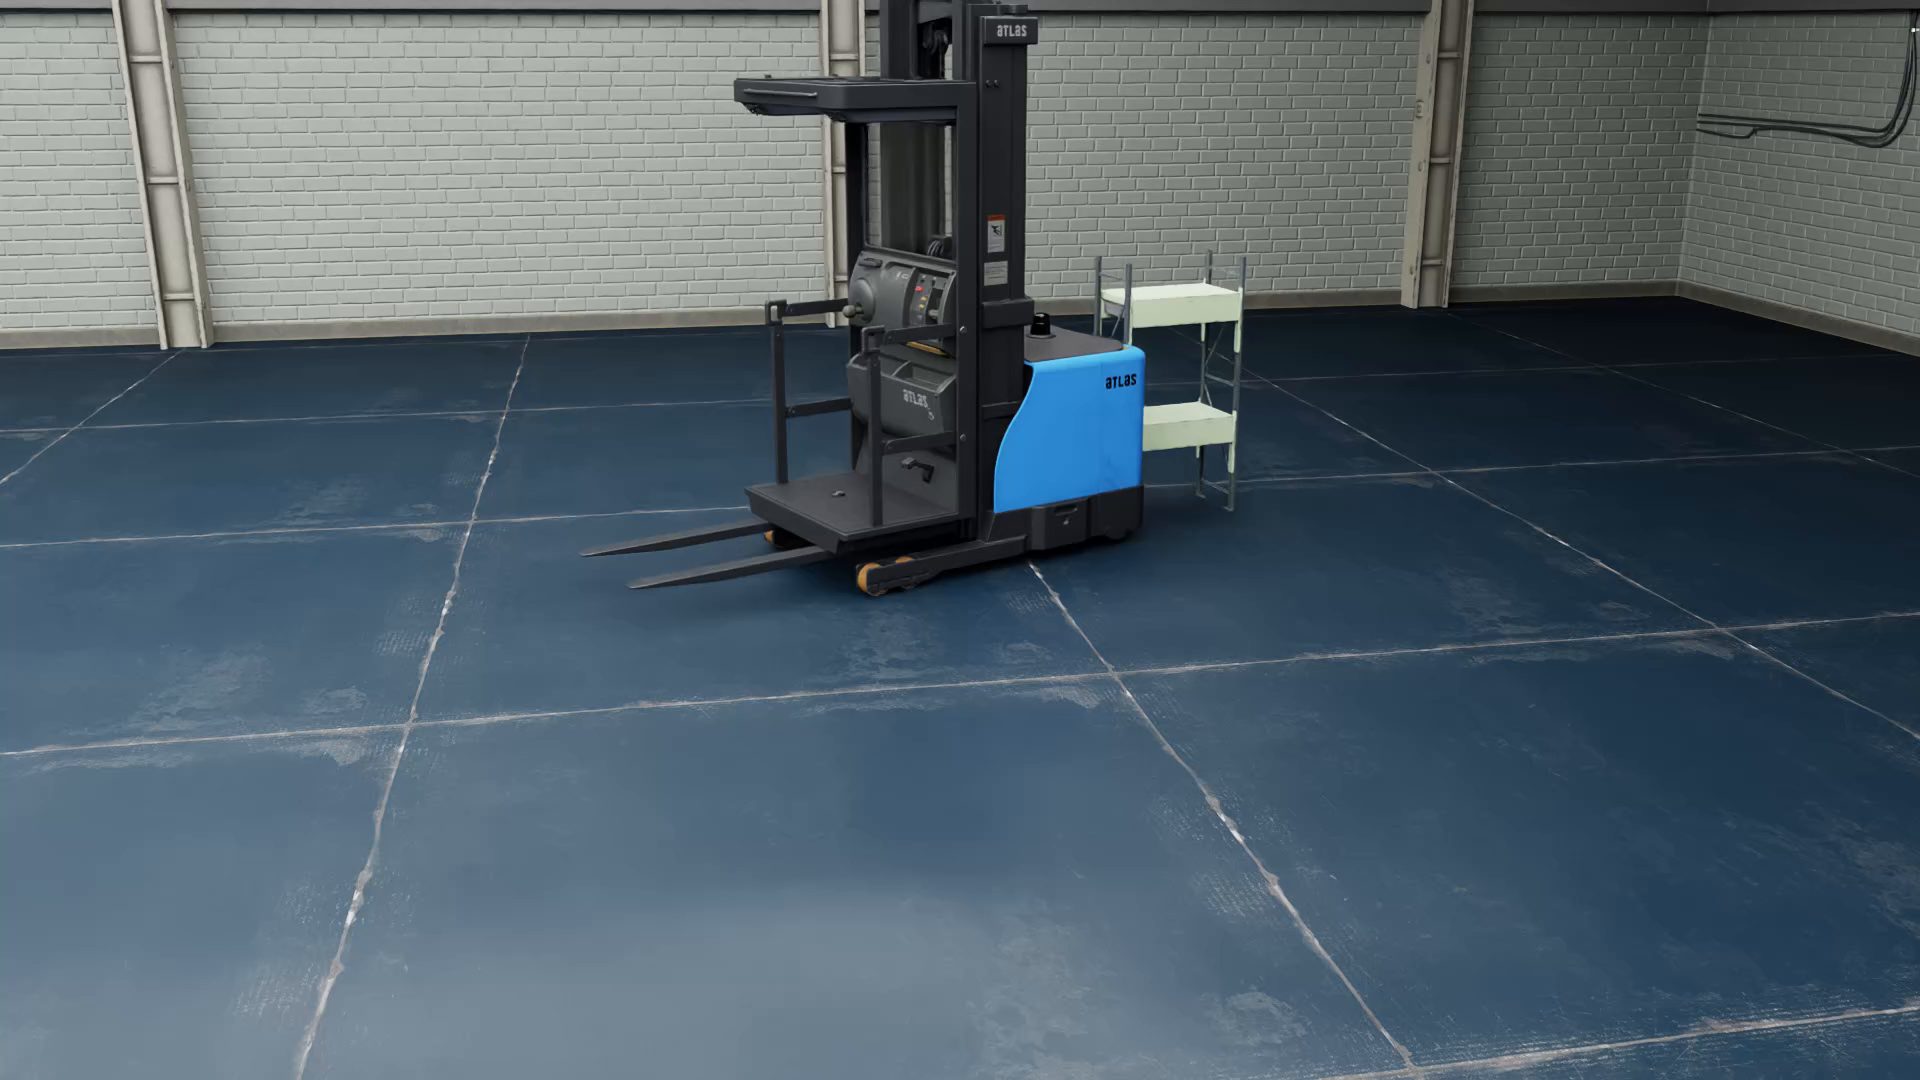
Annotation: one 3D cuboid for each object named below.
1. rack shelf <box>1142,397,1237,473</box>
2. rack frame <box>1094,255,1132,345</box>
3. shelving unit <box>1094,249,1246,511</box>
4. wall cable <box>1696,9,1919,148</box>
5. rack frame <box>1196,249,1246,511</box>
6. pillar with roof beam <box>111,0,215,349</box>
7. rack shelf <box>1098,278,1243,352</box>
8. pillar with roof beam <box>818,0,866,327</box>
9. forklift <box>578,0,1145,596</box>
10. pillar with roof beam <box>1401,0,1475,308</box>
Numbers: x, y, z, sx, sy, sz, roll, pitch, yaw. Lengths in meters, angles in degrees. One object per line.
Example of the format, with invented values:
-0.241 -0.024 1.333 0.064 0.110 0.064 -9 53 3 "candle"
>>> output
1.201 -0.589 9.785 0.720 0.370 0.431 -7 18 -22 "rack shelf"
0.863 -0.859 9.554 0.023 1.500 0.400 -7 18 -22 "rack frame"
1.201 -0.900 9.689 0.755 1.500 0.431 -7 18 -22 "shelving unit"
7.945 -5.029 15.647 0.112 2.526 3.097 -3 17 -10 "wall cable"
1.538 -0.942 9.824 0.023 1.500 0.400 -7 18 -22 "rack frame"
-6.164 -4.821 9.682 0.400 9.000 9.100 -3 17 -10 "pillar with roof beam"
1.201 -1.274 9.574 0.720 0.370 0.431 -7 18 -22 "rack shelf"
-0.273 -5.155 10.770 0.400 9.000 9.100 -3 17 -10 "pillar with roof beam"
-0.479 -1.292 8.528 3.031 2.935 1.130 -11 20 -32 "forklift"
5.618 -5.489 11.858 0.400 9.000 9.100 -3 17 -10 "pillar with roof beam"
